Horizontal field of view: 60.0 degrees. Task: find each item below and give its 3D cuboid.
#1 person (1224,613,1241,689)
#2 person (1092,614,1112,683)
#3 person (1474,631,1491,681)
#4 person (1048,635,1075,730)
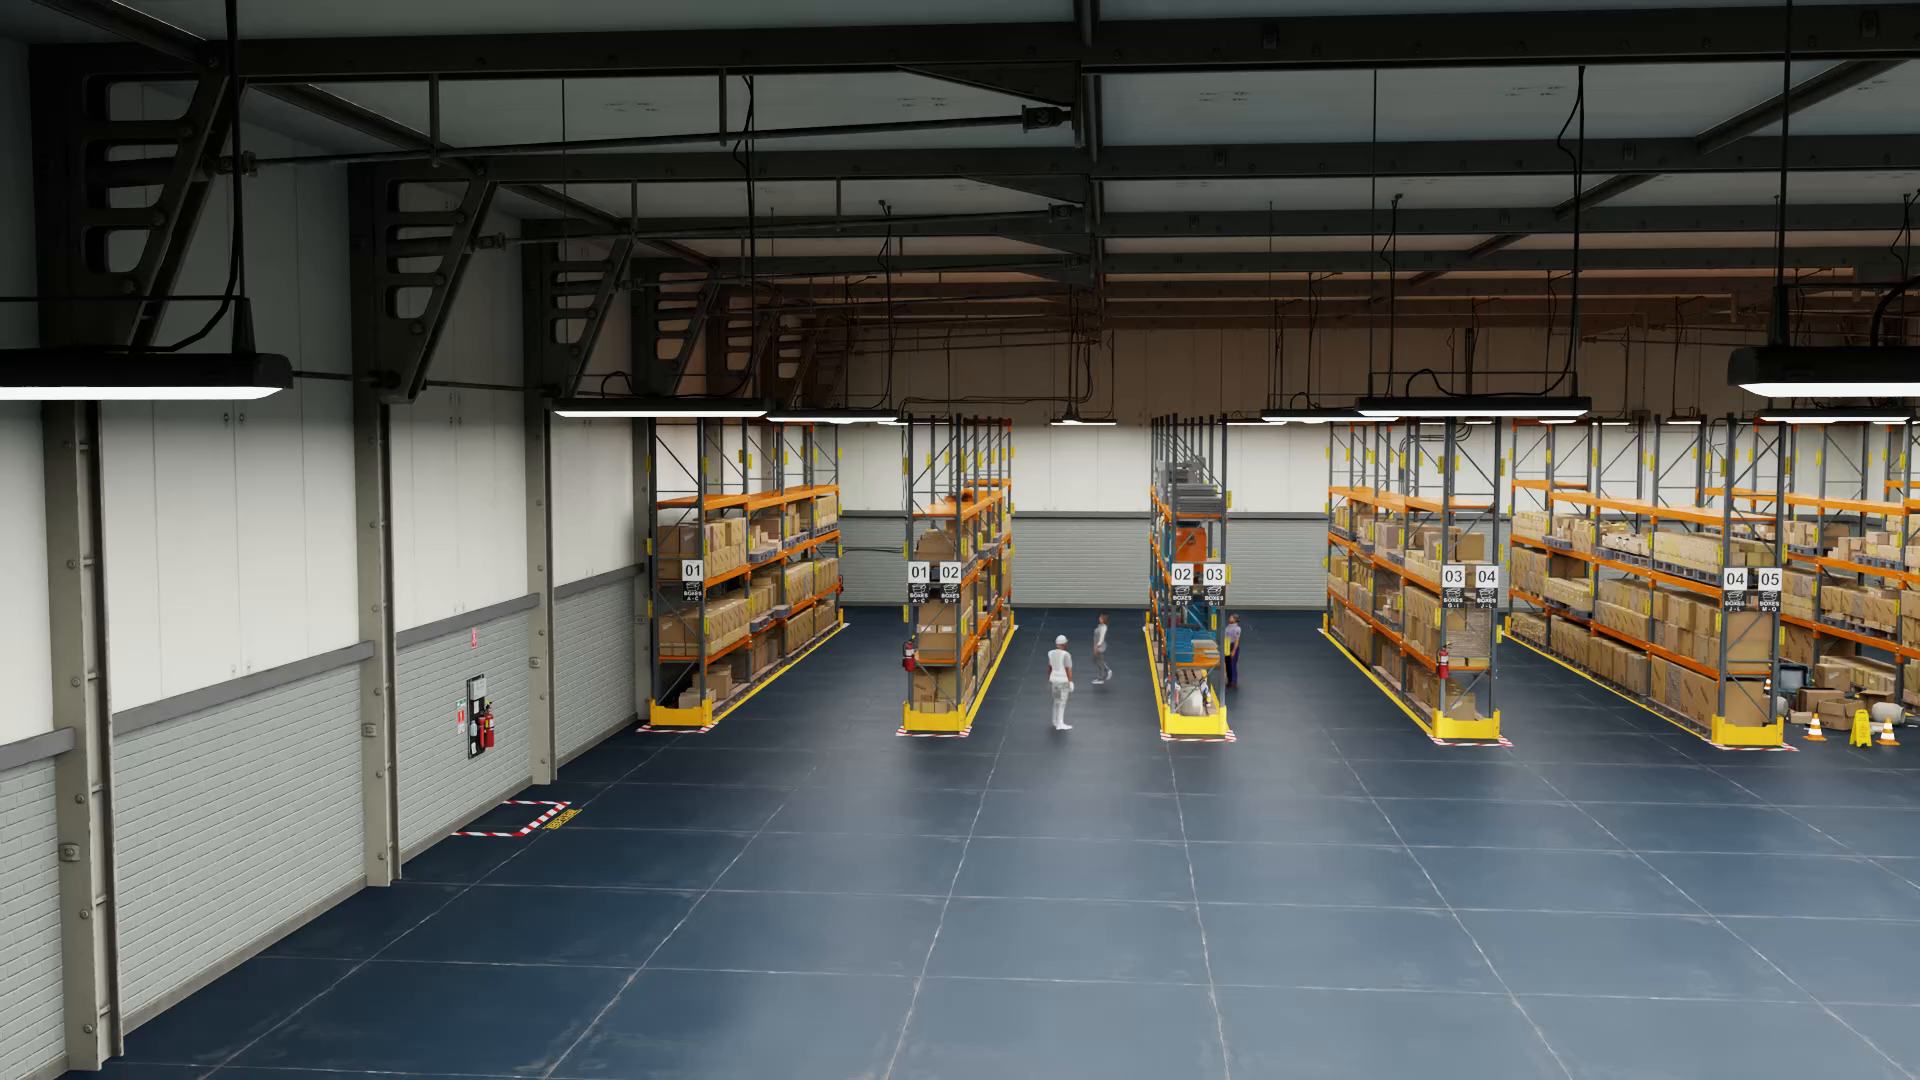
[{"bbox_3d":[5.970,2.449,36.738,0.489,1.657,0.500,-3,5,-40],"label":"person"},{"bbox_3d":[3.141,2.429,37.071,0.461,1.574,0.443,1,4,13],"label":"person"},{"bbox_3d":[11.806,2.347,37.869,0.474,1.677,1.049,0,4,1],"label":"person"},{"bbox_3d":[1.969,2.712,31.689,0.481,1.807,0.649,-3,5,-35],"label":"person"}]
